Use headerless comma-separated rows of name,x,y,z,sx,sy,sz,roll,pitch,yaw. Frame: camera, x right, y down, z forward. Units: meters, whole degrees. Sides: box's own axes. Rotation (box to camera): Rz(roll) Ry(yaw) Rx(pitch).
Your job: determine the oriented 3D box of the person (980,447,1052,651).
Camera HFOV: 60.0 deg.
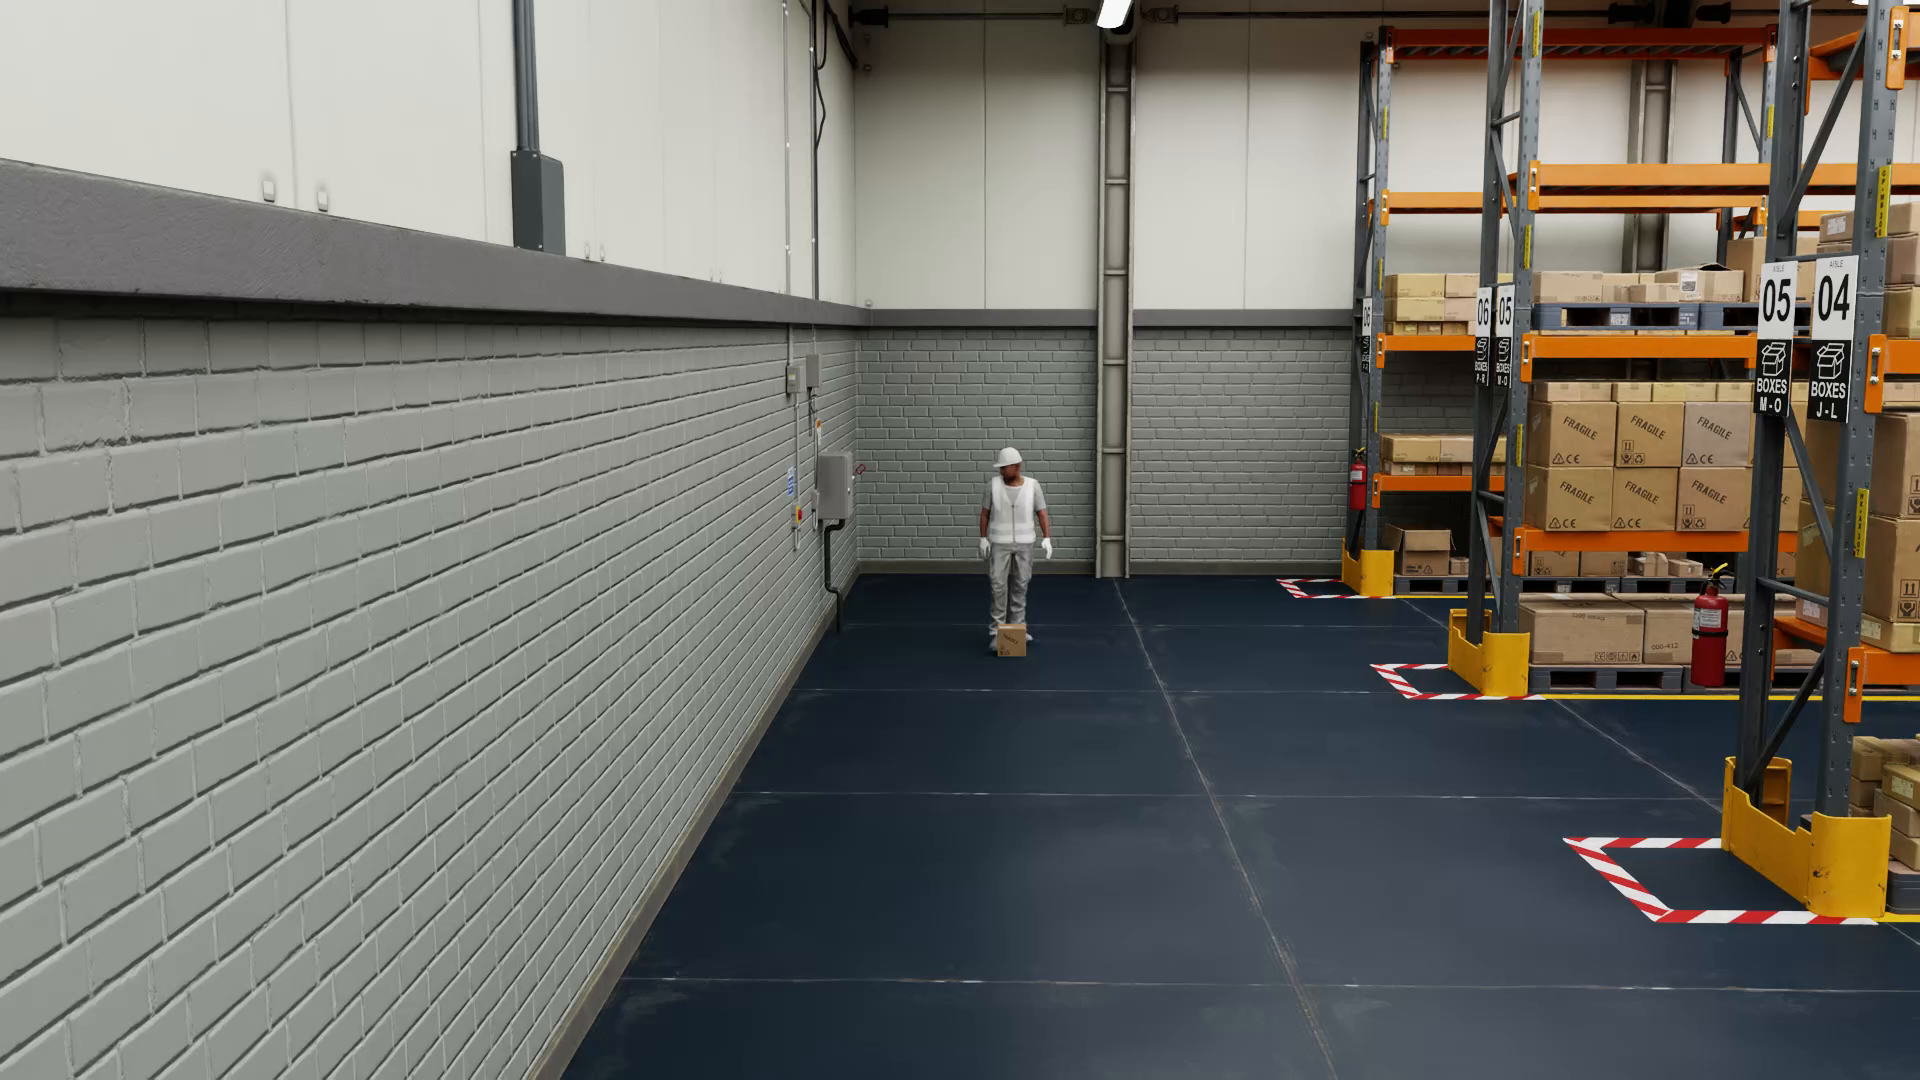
person,0.505,0.073,15.061,0.624,1.818,0.555,-1,7,-7
